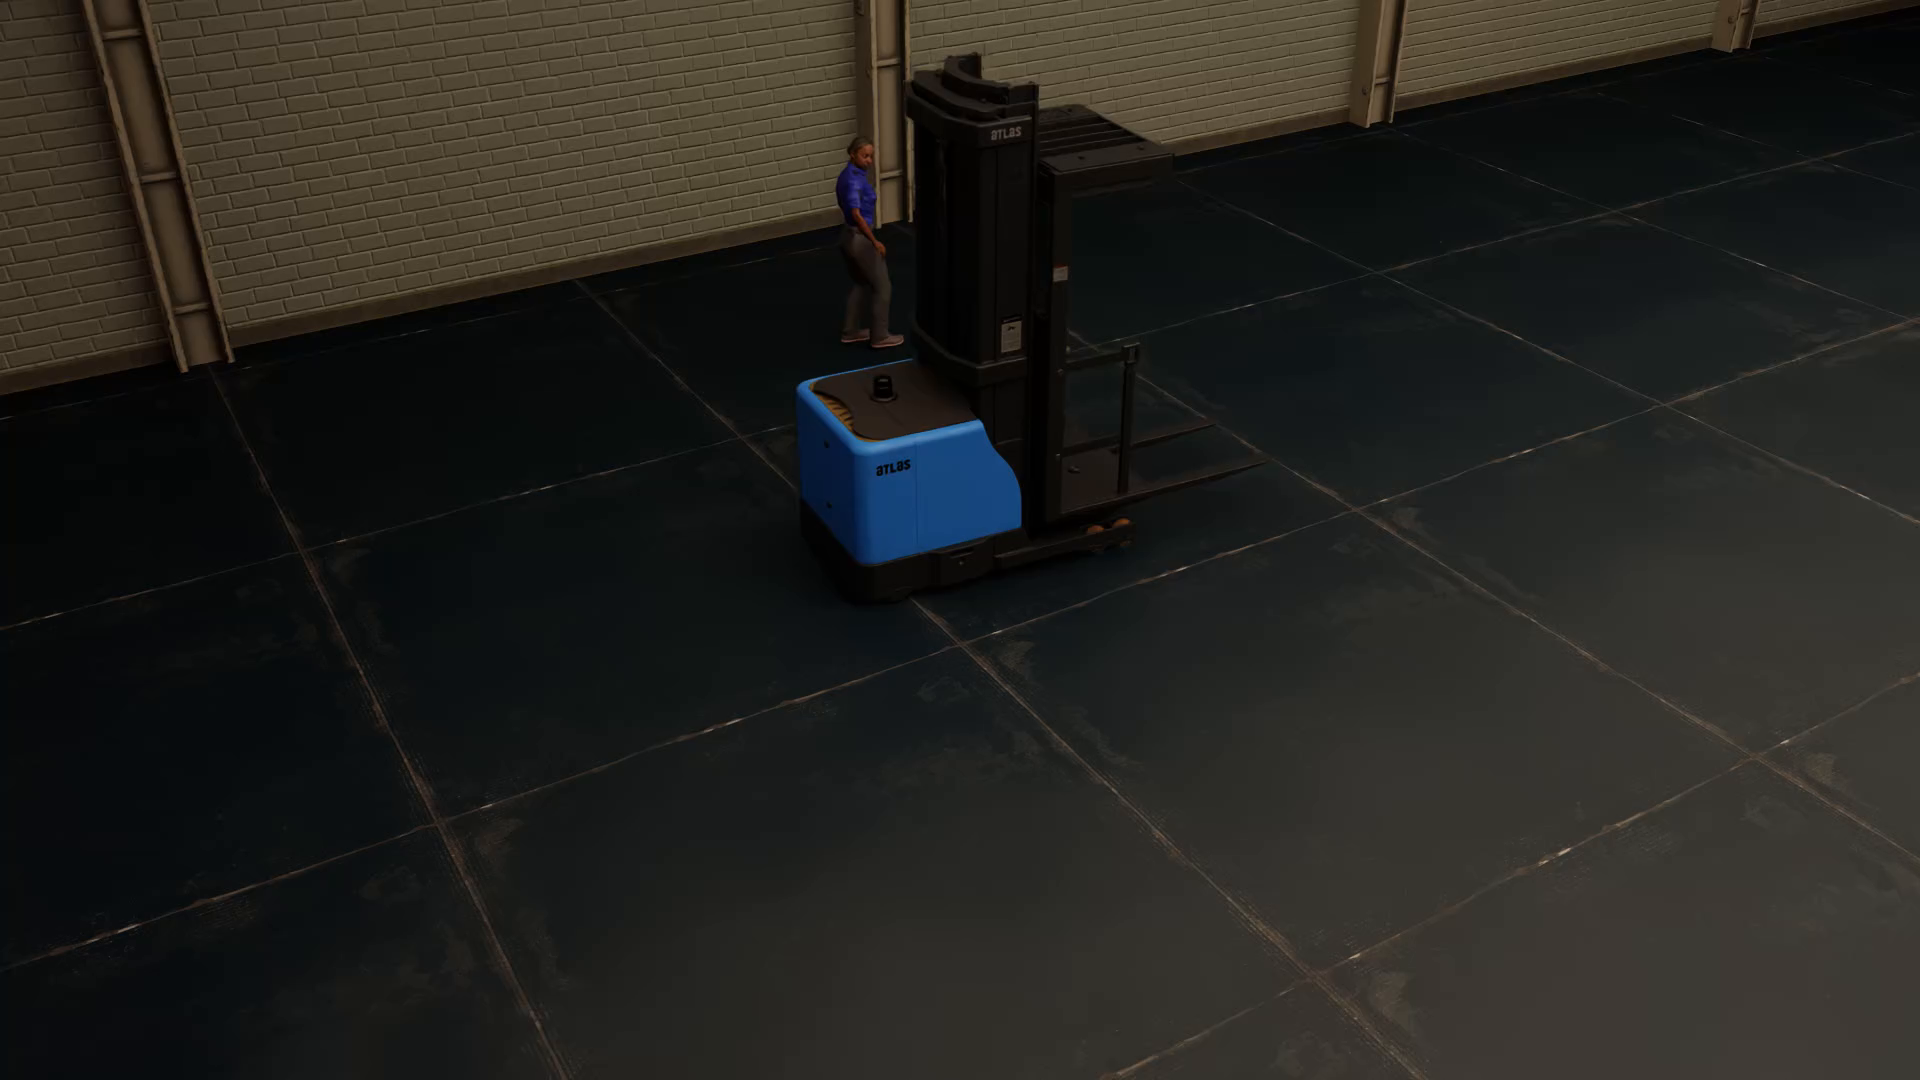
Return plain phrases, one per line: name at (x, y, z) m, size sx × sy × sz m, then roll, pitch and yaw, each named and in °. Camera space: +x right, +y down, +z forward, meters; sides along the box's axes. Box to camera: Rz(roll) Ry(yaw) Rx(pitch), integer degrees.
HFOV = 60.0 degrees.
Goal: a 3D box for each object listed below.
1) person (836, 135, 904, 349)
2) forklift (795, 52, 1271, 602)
person at (-0.712, -2.281, 12.724) m, size 0.469 × 1.636 × 0.658 m, roll -13°, pitch 33°, yaw -21°
forklift at (0.548, -1.407, 9.997) m, size 3.031 × 2.935 × 1.130 m, roll -14°, pitch 34°, yaw -22°
